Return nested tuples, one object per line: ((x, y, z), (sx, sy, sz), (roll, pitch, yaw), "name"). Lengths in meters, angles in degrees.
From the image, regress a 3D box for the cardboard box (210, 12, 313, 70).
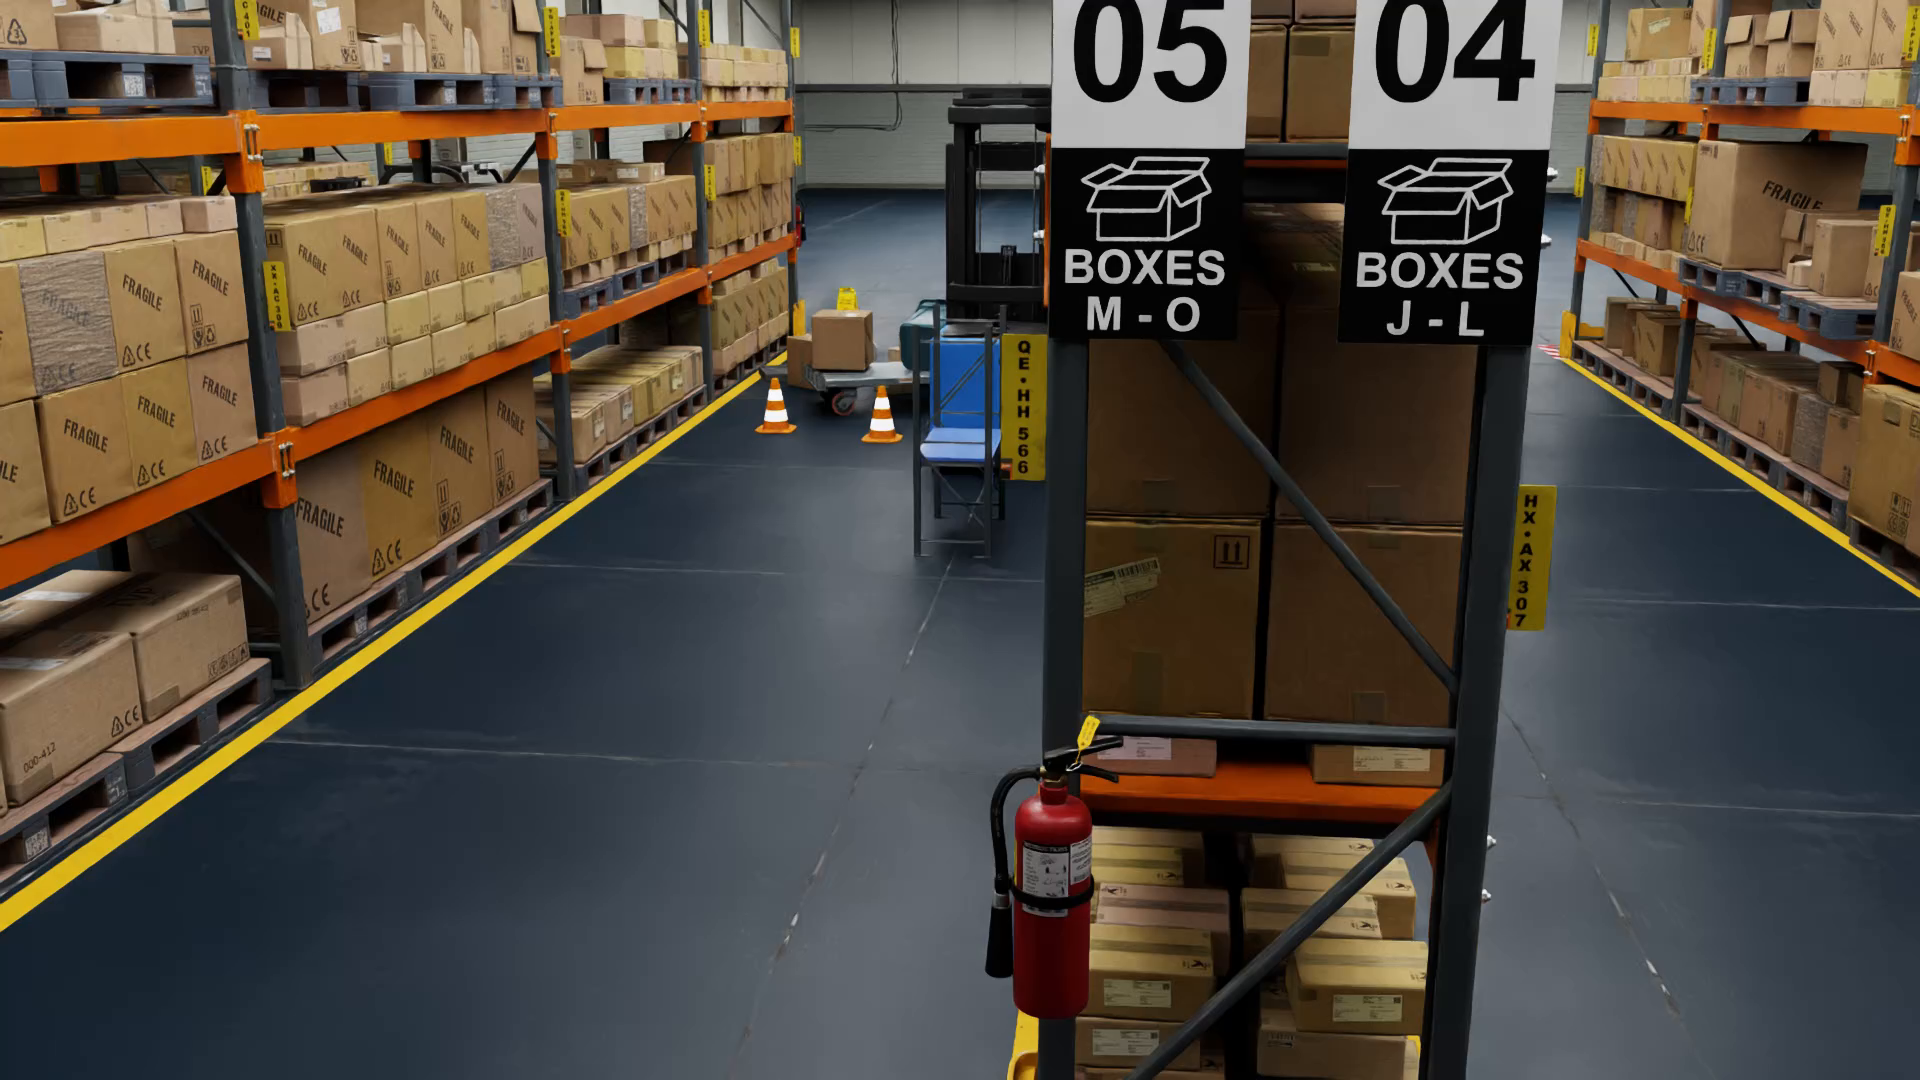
((-3.384, -2.420, 8.072), (0.396, 0.266, 0.258), (2, 15, 6), "cardboard box")

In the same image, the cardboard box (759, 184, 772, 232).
((-2.343, -3.611, 18.008), (0.500, 0.500, 0.500), (2, 15, 6), "cardboard box")

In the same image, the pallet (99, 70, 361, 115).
((-3.734, -2.310, 8.578), (0.805, 0.209, 1.217), (1, 15, 4), "pallet")

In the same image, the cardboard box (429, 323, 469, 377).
((-3.280, -1.145, 9.937), (0.500, 0.250, 0.500), (1, 15, 5), "cardboard box")

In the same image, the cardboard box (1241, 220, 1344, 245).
((1.232, -0.873, 5.969), (0.500, 0.500, 0.500), (2, 15, 8), "cardboard box")

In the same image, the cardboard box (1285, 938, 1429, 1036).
((1.087, 1.203, 4.486), (0.380, 0.149, 0.250), (1, 15, 4), "cardboard box")

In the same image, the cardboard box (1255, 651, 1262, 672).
((1.017, 0.282, 4.853), (0.380, 0.149, 0.250), (2, 15, 9), "cardboard box")

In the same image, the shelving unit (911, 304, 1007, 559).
((0.010, -0.746, 11.048), (0.538, 1.500, 1.048), (2, 15, 6), "shelving unit")

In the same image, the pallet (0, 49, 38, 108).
((-4.031, -1.593, 5.729), (1.003, 0.211, 1.213), (2, 15, 6), "pallet")

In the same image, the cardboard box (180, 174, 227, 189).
((-7.565, -3.585, 16.669), (0.380, 0.149, 0.250), (2, 15, 7), "cardboard box")

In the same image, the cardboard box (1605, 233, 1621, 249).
((7.046, -3.153, 17.557), (0.380, 0.149, 0.250), (2, 15, 6), "cardboard box")

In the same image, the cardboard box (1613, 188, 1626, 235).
((7.386, -3.452, 17.421), (0.875, 0.500, 0.500), (2, 15, 6), "cardboard box")

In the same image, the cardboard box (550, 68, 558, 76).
((-3.104, -3.278, 12.050), (0.396, 0.266, 0.258), (2, 15, 6), "cardboard box")

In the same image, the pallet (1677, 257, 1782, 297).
((6.730, -2.211, 13.961), (1.003, 0.211, 1.213), (2, 15, 6), "pallet")

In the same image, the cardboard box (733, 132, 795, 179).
((-2.275, -4.363, 18.873), (0.700, 0.500, 0.500), (1, 15, 5), "cardboard box")

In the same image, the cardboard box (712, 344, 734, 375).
((-2.551, -1.810, 16.573), (0.500, 0.250, 0.500), (1, 15, 4), "cardboard box")

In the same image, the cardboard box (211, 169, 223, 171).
((-7.906, -3.863, 17.697), (0.380, 0.149, 0.250), (2, 15, 6), "cardboard box")

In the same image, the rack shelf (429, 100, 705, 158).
((-3.111, -3.372, 13.517), (1.077, 0.370, 4.000), (2, 15, 6), "rack shelf")

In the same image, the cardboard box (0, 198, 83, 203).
((-4.095, -1.418, 7.309), (0.380, 0.149, 0.250), (2, 15, 7), "cardboard box")

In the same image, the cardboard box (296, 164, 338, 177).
((-7.299, -4.182, 18.879), (0.380, 0.149, 0.250), (2, 15, 7), "cardboard box")

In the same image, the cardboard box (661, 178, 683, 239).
((-2.764, -2.929, 14.682), (0.500, 0.500, 0.500), (2, 15, 7), "cardboard box")

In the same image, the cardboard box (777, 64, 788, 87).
((-2.224, -5.206, 18.638), (0.500, 0.250, 0.500), (2, 15, 6), "cardboard box")

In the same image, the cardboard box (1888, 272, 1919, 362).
((6.185, -1.391, 10.367), (0.500, 0.500, 0.500), (2, 15, 8), "cardboard box")

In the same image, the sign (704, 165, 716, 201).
((-2.334, -3.333, 15.525), (0.100, 0.325, 0.005), (2, 15, 6), "sign")

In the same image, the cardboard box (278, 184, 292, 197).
((-7.348, -3.702, 17.674), (0.380, 0.149, 0.250), (1, 15, 4), "cardboard box")

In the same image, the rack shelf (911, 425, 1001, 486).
((0.010, -0.572, 11.095), (0.538, 0.185, 1.000), (2, 15, 6), "rack shelf")

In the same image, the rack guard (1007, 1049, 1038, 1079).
((0.699, 1.629, 4.180), (1.175, 0.500, 0.348), (2, 15, 6), "rack guard")

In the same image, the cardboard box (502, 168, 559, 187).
((-3.433, -2.893, 13.305), (0.380, 0.149, 0.250), (1, 15, 4), "cardboard box")

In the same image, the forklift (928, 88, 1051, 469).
((0.461, -2.299, 14.049), (1.130, 2.935, 3.031), (2, 15, 7), "forklift")

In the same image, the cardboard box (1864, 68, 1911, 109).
((6.320, -2.967, 10.927), (0.500, 0.250, 0.500), (2, 15, 6), "cardboard box")

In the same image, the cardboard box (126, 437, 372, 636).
((-3.798, -0.055, 8.885), (0.875, 0.875, 0.875), (2, 15, 8), "cardboard box")

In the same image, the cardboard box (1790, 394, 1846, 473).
((6.615, -0.785, 12.264), (0.700, 0.500, 0.500), (0, 15, 2), "cardboard box")

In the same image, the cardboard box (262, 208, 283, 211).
((-3.936, -1.504, 8.869), (0.500, 0.500, 0.500), (2, 15, 7), "cardboard box")

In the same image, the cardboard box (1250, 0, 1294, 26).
((0.489, -1.302, 3.813), (0.500, 0.250, 0.500), (1, 15, 5), "cardboard box")

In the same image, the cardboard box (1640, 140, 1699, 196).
((6.851, -3.557, 15.892), (0.500, 0.500, 0.500), (2, 15, 6), "cardboard box")

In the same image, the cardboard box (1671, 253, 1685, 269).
((6.819, -2.569, 15.396), (0.380, 0.149, 0.250), (2, 15, 6), "cardboard box")

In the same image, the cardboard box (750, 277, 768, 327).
((-2.385, -2.583, 17.994), (0.500, 0.500, 0.500), (1, 15, 5), "cardboard box")

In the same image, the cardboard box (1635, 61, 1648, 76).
((6.971, -4.702, 16.583), (0.380, 0.149, 0.250), (1, 15, 4), "cardboard box")

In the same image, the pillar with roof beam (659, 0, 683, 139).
((-2.032, -11.256, 35.550), (9.100, 9.000, 0.400), (2, 15, 6), "pillar with roof beam")

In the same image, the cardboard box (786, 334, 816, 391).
((-1.413, -1.822, 16.938), (0.500, 0.500, 0.500), (-14, 20, -42), "cardboard box")

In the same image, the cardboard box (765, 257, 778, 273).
((-2.240, -3.065, 18.535), (0.380, 0.149, 0.250), (2, 15, 8), "cardboard box")

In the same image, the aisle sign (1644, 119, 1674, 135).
((7.718, -4.797, 18.177), (0.394, 0.787, 0.004), (2, 15, 6), "aisle sign")

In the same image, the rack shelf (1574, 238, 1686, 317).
((7.187, -2.669, 16.665), (1.077, 0.370, 4.000), (2, 15, 6), "rack shelf")

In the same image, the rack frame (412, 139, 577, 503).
((-3.337, -1.752, 11.896), (1.000, 3.000, 0.127), (2, 15, 6), "rack frame")

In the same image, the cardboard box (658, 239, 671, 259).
((-2.735, -2.528, 14.440), (0.380, 0.149, 0.250), (2, 15, 7), "cardboard box")

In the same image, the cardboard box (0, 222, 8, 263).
((-3.727, -1.076, 6.044), (0.380, 0.149, 0.250), (2, 15, 6), "cardboard box")

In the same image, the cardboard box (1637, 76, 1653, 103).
((6.936, -4.396, 16.214), (0.500, 0.250, 0.500), (2, 15, 8), "cardboard box")

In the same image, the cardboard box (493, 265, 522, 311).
((-3.193, -1.655, 10.866), (0.500, 0.250, 0.500), (1, 15, 5), "cardboard box")

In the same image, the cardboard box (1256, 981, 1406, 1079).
((1.004, 1.344, 4.533), (0.380, 0.149, 0.250), (2, 15, 9), "cardboard box")

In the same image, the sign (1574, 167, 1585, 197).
((6.873, -3.969, 18.436), (0.100, 0.325, 0.005), (2, 15, 6), "sign")

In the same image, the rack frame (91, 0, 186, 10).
((-7.818, -5.831, 15.487), (1.000, 3.000, 0.127), (2, 15, 6), "rack frame")

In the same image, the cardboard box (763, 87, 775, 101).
((-2.256, -4.920, 18.344), (0.380, 0.149, 0.250), (2, 15, 8), "cardboard box")

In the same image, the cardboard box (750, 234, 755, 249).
((-2.377, -3.138, 17.503), (0.380, 0.149, 0.250), (2, 15, 6), "cardboard box")

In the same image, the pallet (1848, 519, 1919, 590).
((6.346, 0.088, 10.433), (1.003, 0.211, 1.213), (2, 15, 6), "pallet")

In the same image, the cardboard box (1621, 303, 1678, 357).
((7.292, -2.214, 17.587), (0.500, 0.500, 0.500), (6, 16, 21), "cardboard box")
